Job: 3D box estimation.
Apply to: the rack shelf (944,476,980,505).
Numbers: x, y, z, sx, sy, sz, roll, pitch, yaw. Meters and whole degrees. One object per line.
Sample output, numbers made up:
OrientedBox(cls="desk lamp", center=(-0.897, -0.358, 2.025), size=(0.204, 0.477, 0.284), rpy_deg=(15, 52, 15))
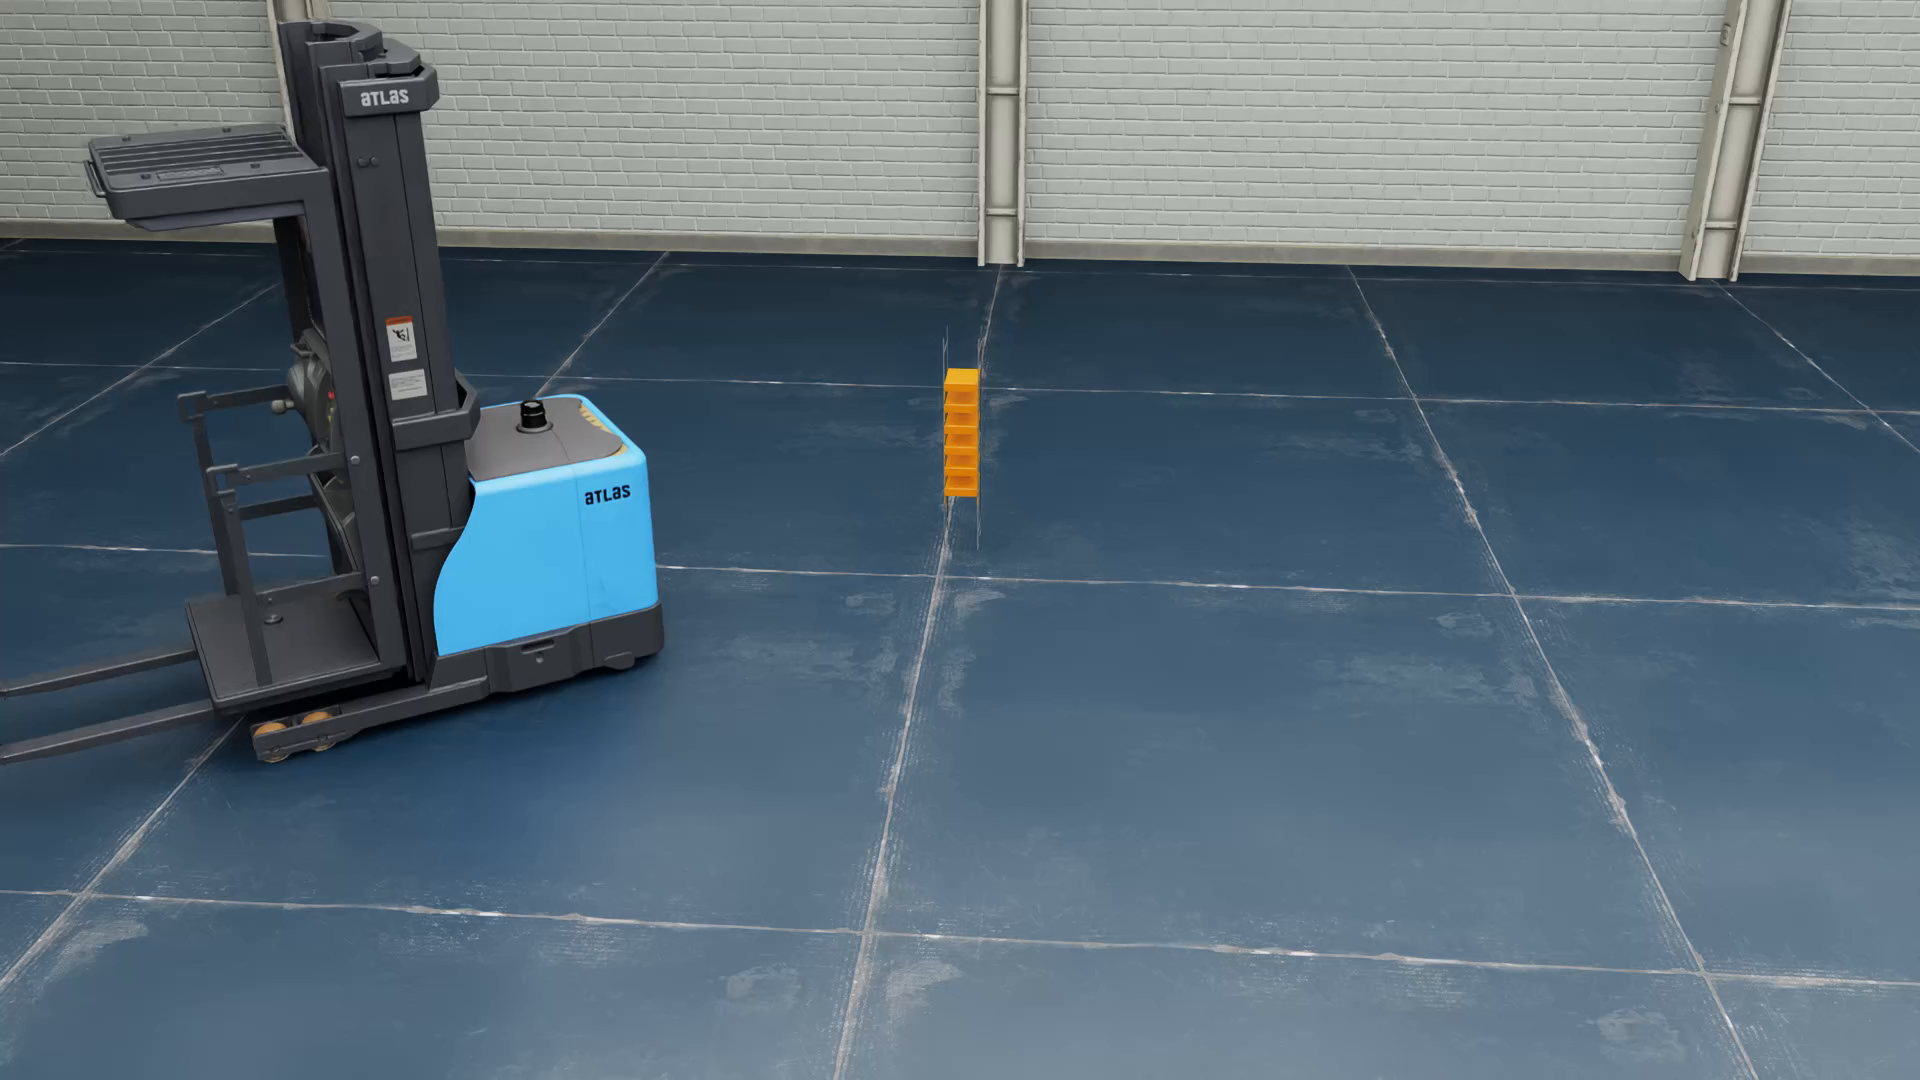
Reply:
OrientedBox(cls="rack shelf", center=(0.014, -0.286, 9.117), size=(0.180, 0.103, 0.258), rpy_deg=(2, 25, 4))

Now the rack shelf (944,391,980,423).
OrientedBox(cls="rack shelf", center=(0.014, -0.722, 8.916), size=(0.180, 0.103, 0.258), rpy_deg=(2, 25, 4))

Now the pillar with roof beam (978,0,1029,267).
OrientedBox(cls="pillar with roof beam", center=(0.034, -4.732, 8.768), size=(0.400, 9.000, 9.100), rpy_deg=(2, 25, 4))

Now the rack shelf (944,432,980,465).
OrientedBox(cls="rack shelf", center=(0.014, -0.504, 9.017), size=(0.180, 0.103, 0.258), rpy_deg=(2, 25, 4))

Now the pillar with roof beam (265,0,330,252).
OrientedBox(cls="pillar with roof beam", center=(-5.948, -4.924, 9.186), size=(0.400, 9.000, 9.100), rpy_deg=(2, 25, 4))

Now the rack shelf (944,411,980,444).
OrientedBox(cls="rack shelf", center=(0.014, -0.613, 8.967), size=(0.180, 0.103, 0.258), rpy_deg=(2, 25, 4))

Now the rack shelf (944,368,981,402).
OrientedBox(cls="rack shelf", center=(0.014, -0.831, 8.866), size=(0.180, 0.103, 0.258), rpy_deg=(2, 25, 4))

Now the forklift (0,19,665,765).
OrientedBox(cls="forklift", center=(-2.957, -0.626, 7.103), size=(3.031, 2.935, 1.130), rpy_deg=(-13, 28, -26))

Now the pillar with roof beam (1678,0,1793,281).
OrientedBox(cls="pillar with roof beam", center=(6.017, -4.540, 8.351), size=(0.400, 9.000, 9.100), rpy_deg=(2, 25, 4))

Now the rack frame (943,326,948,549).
OrientedBox(cls="rack frame", center=(-0.077, -0.548, 9.005), size=(0.006, 1.200, 0.240), rpy_deg=(2, 25, 4))

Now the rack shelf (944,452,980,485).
OrientedBox(cls="rack shelf", center=(0.014, -0.395, 9.067), size=(0.180, 0.103, 0.258), rpy_deg=(2, 25, 4))

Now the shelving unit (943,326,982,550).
OrientedBox(cls="shelving unit", center=(0.014, -0.545, 8.998), size=(0.189, 1.200, 0.258), rpy_deg=(2, 25, 4))

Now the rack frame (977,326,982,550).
OrientedBox(cls="rack frame", center=(0.106, -0.542, 8.992), size=(0.006, 1.200, 0.240), rpy_deg=(2, 25, 4))
